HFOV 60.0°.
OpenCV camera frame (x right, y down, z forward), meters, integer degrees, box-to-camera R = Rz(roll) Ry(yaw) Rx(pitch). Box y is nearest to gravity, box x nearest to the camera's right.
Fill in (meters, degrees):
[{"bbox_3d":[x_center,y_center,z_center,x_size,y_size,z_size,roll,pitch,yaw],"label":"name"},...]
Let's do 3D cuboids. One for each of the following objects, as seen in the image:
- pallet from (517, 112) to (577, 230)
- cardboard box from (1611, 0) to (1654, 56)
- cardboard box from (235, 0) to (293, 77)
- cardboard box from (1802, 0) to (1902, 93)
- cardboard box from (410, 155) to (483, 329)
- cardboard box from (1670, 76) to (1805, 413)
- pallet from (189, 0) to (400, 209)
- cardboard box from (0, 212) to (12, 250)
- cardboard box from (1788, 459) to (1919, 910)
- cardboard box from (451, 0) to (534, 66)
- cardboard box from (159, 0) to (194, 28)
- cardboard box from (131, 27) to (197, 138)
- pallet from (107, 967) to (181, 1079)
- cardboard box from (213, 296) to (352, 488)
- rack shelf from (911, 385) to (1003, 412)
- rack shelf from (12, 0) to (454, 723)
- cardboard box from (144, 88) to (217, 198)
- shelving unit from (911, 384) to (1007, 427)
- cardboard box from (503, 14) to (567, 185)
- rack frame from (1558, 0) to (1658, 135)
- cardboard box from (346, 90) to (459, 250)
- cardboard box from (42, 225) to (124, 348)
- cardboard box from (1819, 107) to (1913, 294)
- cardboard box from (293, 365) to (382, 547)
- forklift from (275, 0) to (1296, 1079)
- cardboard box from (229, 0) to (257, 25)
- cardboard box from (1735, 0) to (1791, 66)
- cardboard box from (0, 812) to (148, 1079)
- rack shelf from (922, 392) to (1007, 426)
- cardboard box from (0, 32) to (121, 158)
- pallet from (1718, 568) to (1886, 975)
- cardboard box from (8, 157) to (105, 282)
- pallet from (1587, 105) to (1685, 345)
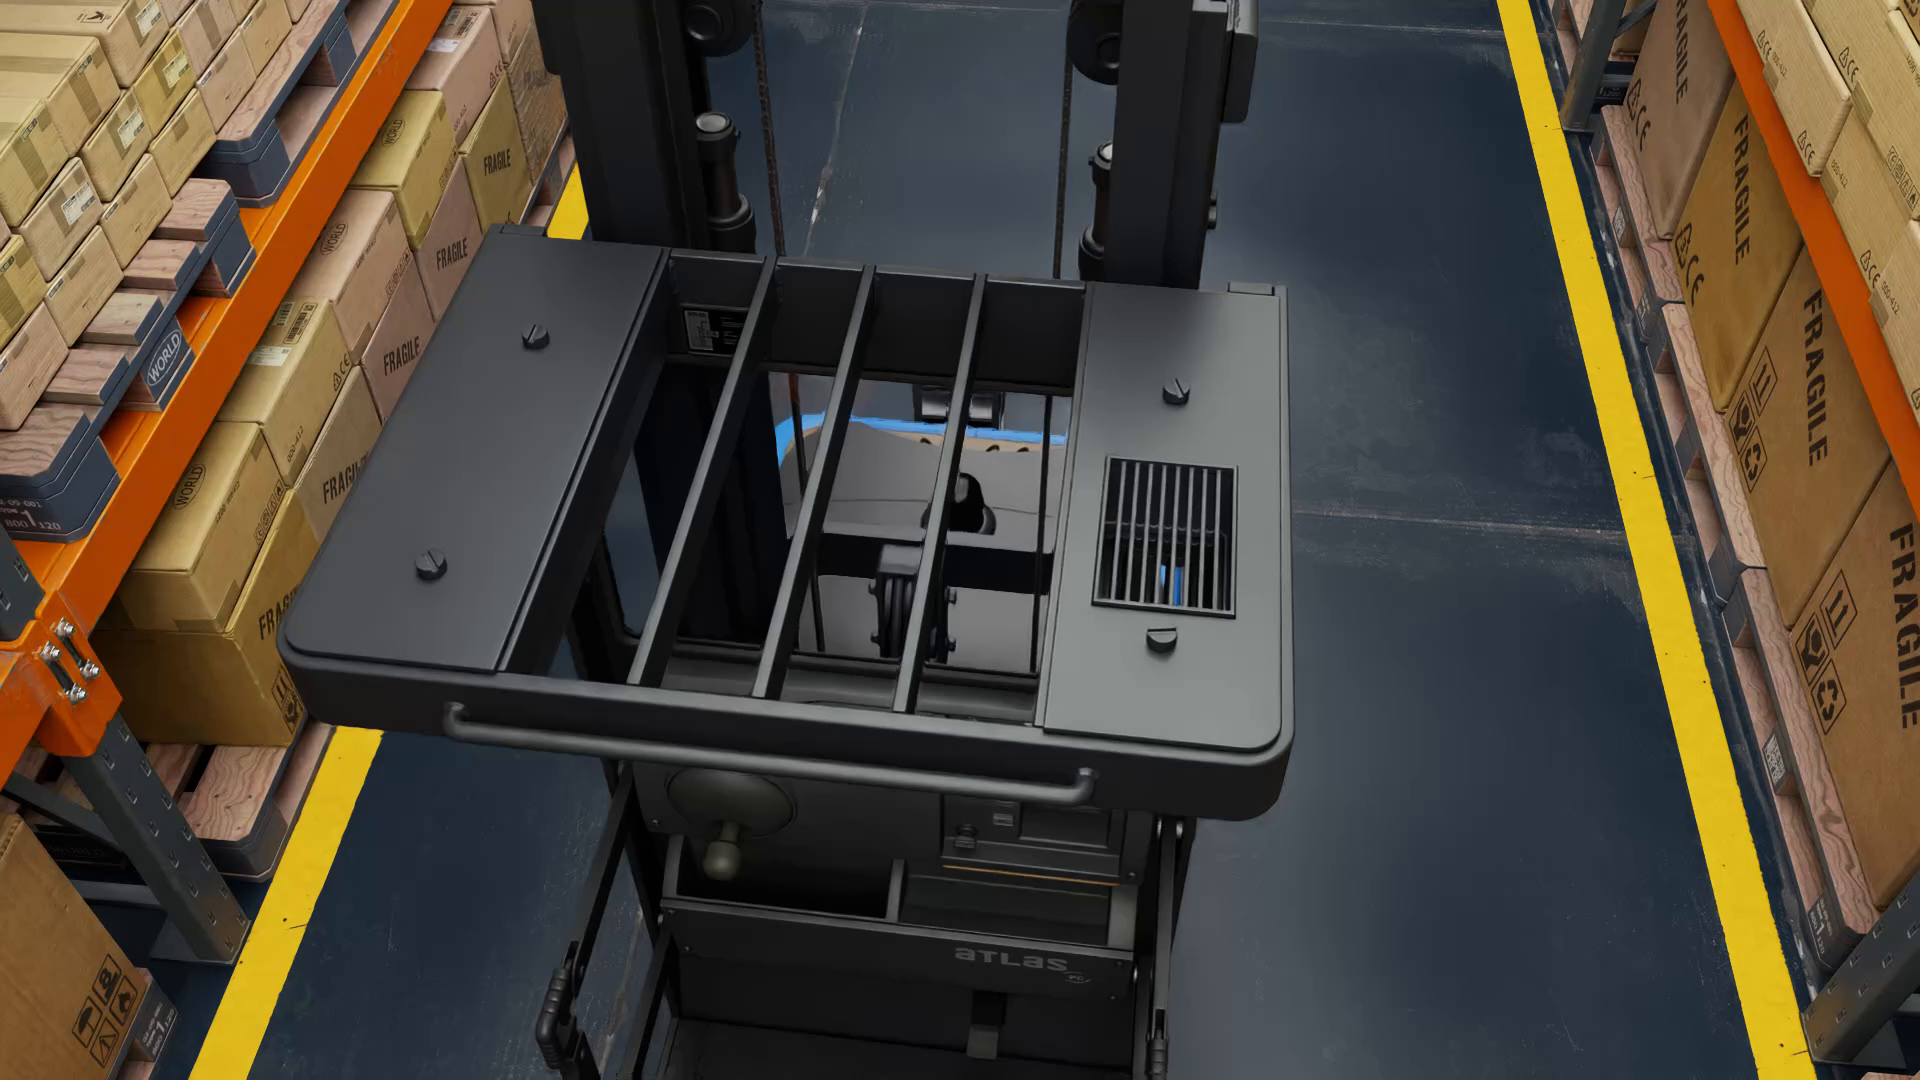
[{"bbox_3d":[-2.053,-1.427,6.412,1.003,0.211,1.213,4,48,4],"label":"pallet"},{"bbox_3d":[3.119,-2.412,6.875,0.875,0.438,0.875,3,48,3],"label":"cardboard box"},{"bbox_3d":[-1.987,-1.347,4.335,0.380,0.149,0.250,4,48,4],"label":"cardboard box"},{"bbox_3d":[2.498,-1.369,4.232,0.500,0.250,0.500,3,48,2],"label":"cardboard box"},{"bbox_3d":[-1.898,-0.924,5.471,0.500,0.500,0.500,3,48,3],"label":"cardboard box"},{"bbox_3d":[2.904,-0.981,5.269,0.875,0.875,0.875,5,48,5],"label":"cardboard box"},{"bbox_3d":[-2.208,-1.393,4.621,1.003,0.211,1.213,4,48,4],"label":"pallet"},{"bbox_3d":[-2.113,-0.588,3.238,0.380,0.149,0.250,4,48,4],"label":"cardboard box"},{"bbox_3d":[2.736,0.331,4.069,0.875,0.875,0.875,3,48,3],"label":"cardboard box"},{"bbox_3d":[-1.800,-1.927,5.881,0.500,0.250,0.500,3,48,2],"label":"cardboard box"},{"bbox_3d":[-2.017,-1.356,3.940,0.380,0.149,0.250,6,48,5],"label":"cardboard box"},{"bbox_3d":[-2.038,-1.081,3.890,0.380,0.149,0.250,4,48,4],"label":"cardboard box"},{"bbox_3d":[-2.495,1.515,3.721,1.003,0.211,1.213,4,48,4],"label":"pallet"},{"bbox_3d":[-1.998,-0.415,4.498,0.500,0.250,0.500,3,48,3],"label":"cardboard box"},{"bbox_3d":[0.001,-0.469,4.749,0.258,0.077,0.200,4,48,4],"label":"rack shelf"},{"bbox_3d":[-2.166,-1.227,4.827,1.077,0.370,4.000,4,48,4],"label":"rack shelf"},{"bbox_3d":[-2.034,-0.967,3.987,0.380,0.149,0.250,6,48,5],"label":"cardboard box"},{"bbox_3d":[0.001,-0.310,4.923,0.258,0.900,0.210,4,48,4],"label":"shelving unit"},{"bbox_3d":[-1.800,-1.677,6.161,0.500,0.500,0.500,3,48,3],"label":"cardboard box"},{"bbox_3d":[2.955,-2.681,5.670,1.000,3.000,0.127,4,48,4],"label":"rack frame"},{"bbox_3d":[-1.894,-1.161,5.180,0.500,0.250,0.500,2,48,2],"label":"cardboard box"},{"bbox_3d":[-2.082,-0.570,3.624,0.380,0.149,0.250,6,48,5],"label":"cardboard box"},{"bbox_3d":[2.471,-0.826,4.074,0.500,0.250,0.500,3,48,3],"label":"cardboard box"},{"bbox_3d":[-1.987,-0.171,4.783,0.500,0.500,0.500,4,48,4],"label":"cardboard box"},{"bbox_3d":[-0.144,0.533,2.776,1.130,2.935,3.031,5,48,5],"label":"forklift"},{"bbox_3d":[-1.988,-1.446,4.224,0.380,0.149,0.250,3,48,3],"label":"cardboard box"},{"bbox_3d":[2.544,-1.569,4.754,0.500,0.250,0.500,4,48,3],"label":"cardboard box"},{"bbox_3d":[-2.493,1.058,3.489,1.050,0.750,0.750,3,48,3],"label":"cardboard box"},{"bbox_3d":[0.001,-0.348,4.882,0.258,0.077,0.200,4,48,4],"label":"rack shelf"},{"bbox_3d":[-2.064,-0.962,3.580,0.380,0.149,0.250,4,48,3],"label":"cardboard box"},{"bbox_3d":[2.738,0.625,4.535,1.003,0.211,1.213,4,48,4],"label":"pallet"},{"bbox_3d":[-2.081,-0.699,3.541,0.380,0.149,0.250,6,48,5],"label":"cardboard box"},{"bbox_3d":[2.960,-1.168,6.175,1.003,0.211,1.213,4,48,4],"label":"pallet"}]
